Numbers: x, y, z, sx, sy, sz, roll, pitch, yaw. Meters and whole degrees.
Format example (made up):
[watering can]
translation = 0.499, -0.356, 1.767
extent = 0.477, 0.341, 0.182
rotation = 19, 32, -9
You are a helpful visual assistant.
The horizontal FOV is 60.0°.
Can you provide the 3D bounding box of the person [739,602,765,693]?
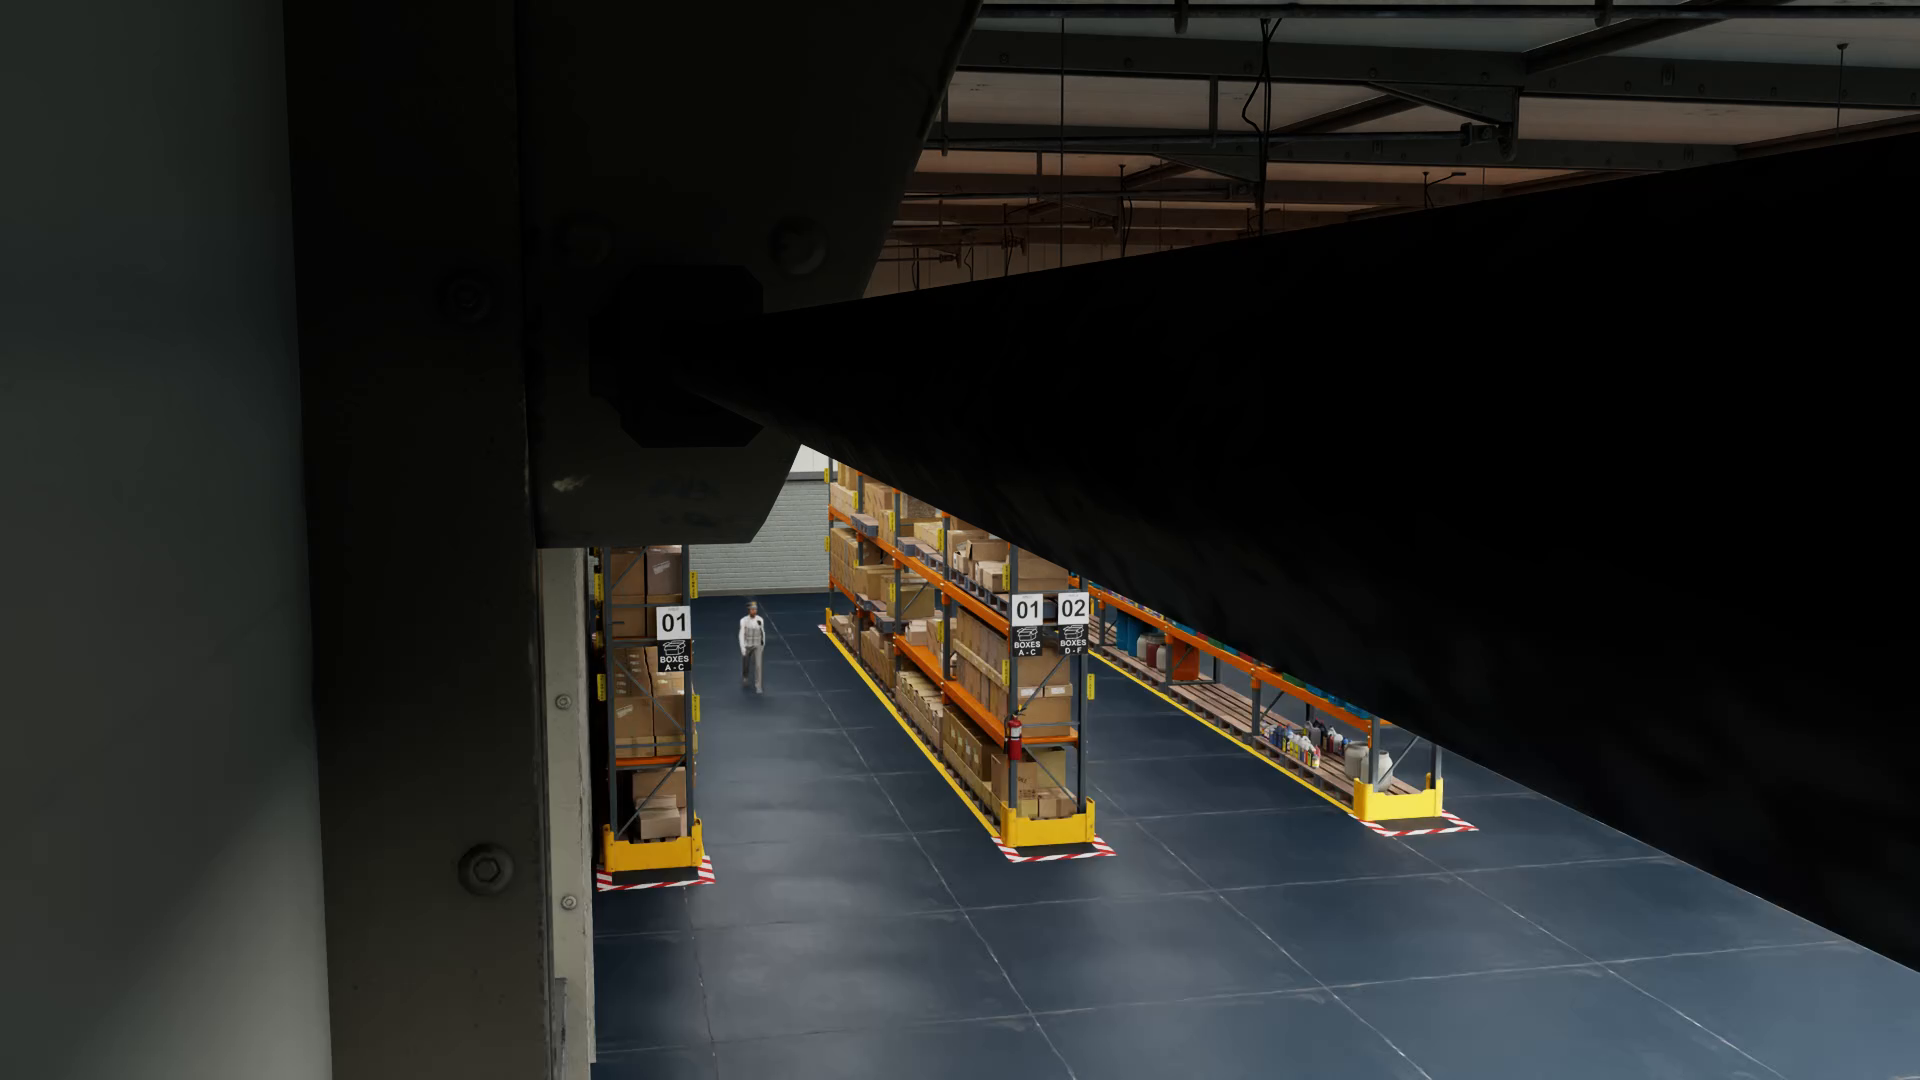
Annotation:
[person]
translation = -3.783, 1.913, 30.256
extent = 0.491, 1.625, 1.049
rotation = -2, 7, -13
